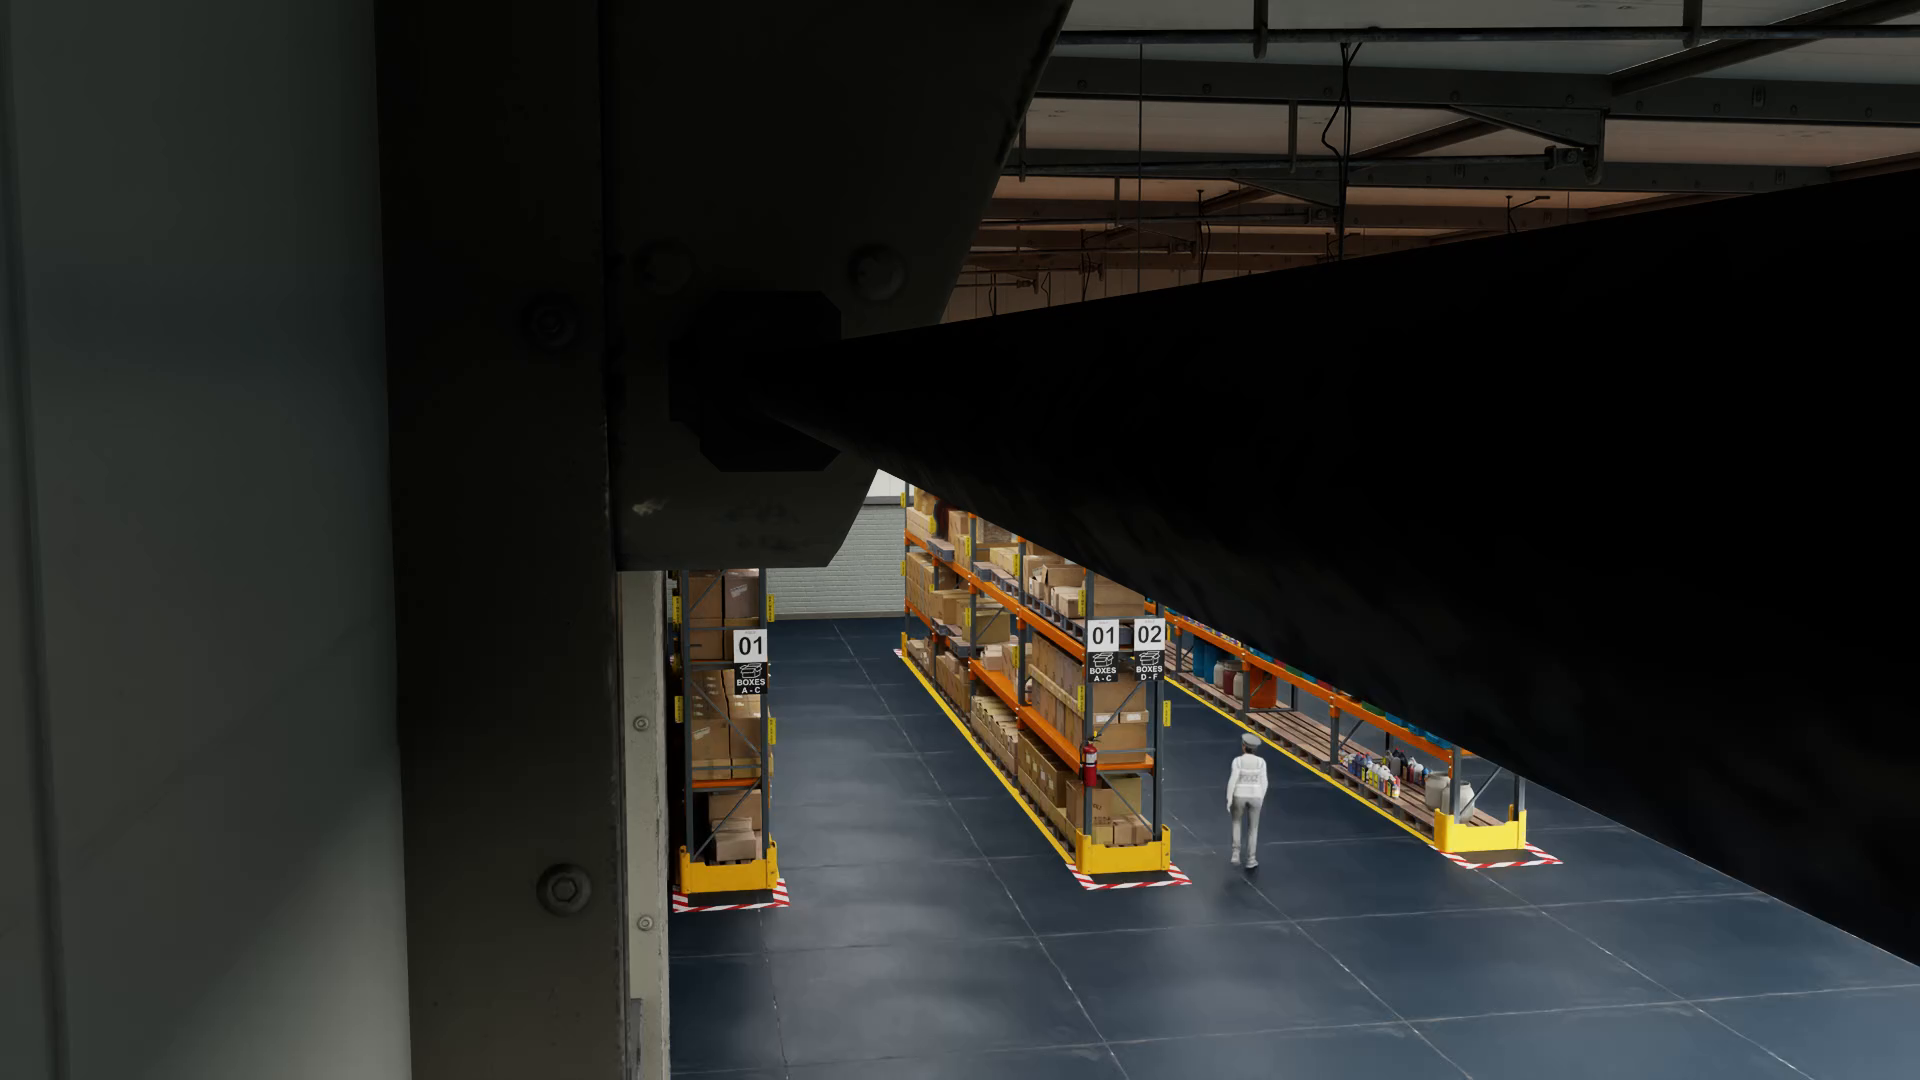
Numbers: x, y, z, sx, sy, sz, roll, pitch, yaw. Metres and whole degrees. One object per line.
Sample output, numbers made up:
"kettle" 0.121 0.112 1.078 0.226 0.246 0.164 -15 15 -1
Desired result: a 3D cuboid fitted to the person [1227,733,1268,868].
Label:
"person" 3.649 3.318 21.134 0.496 1.713 0.484 2 6 16
